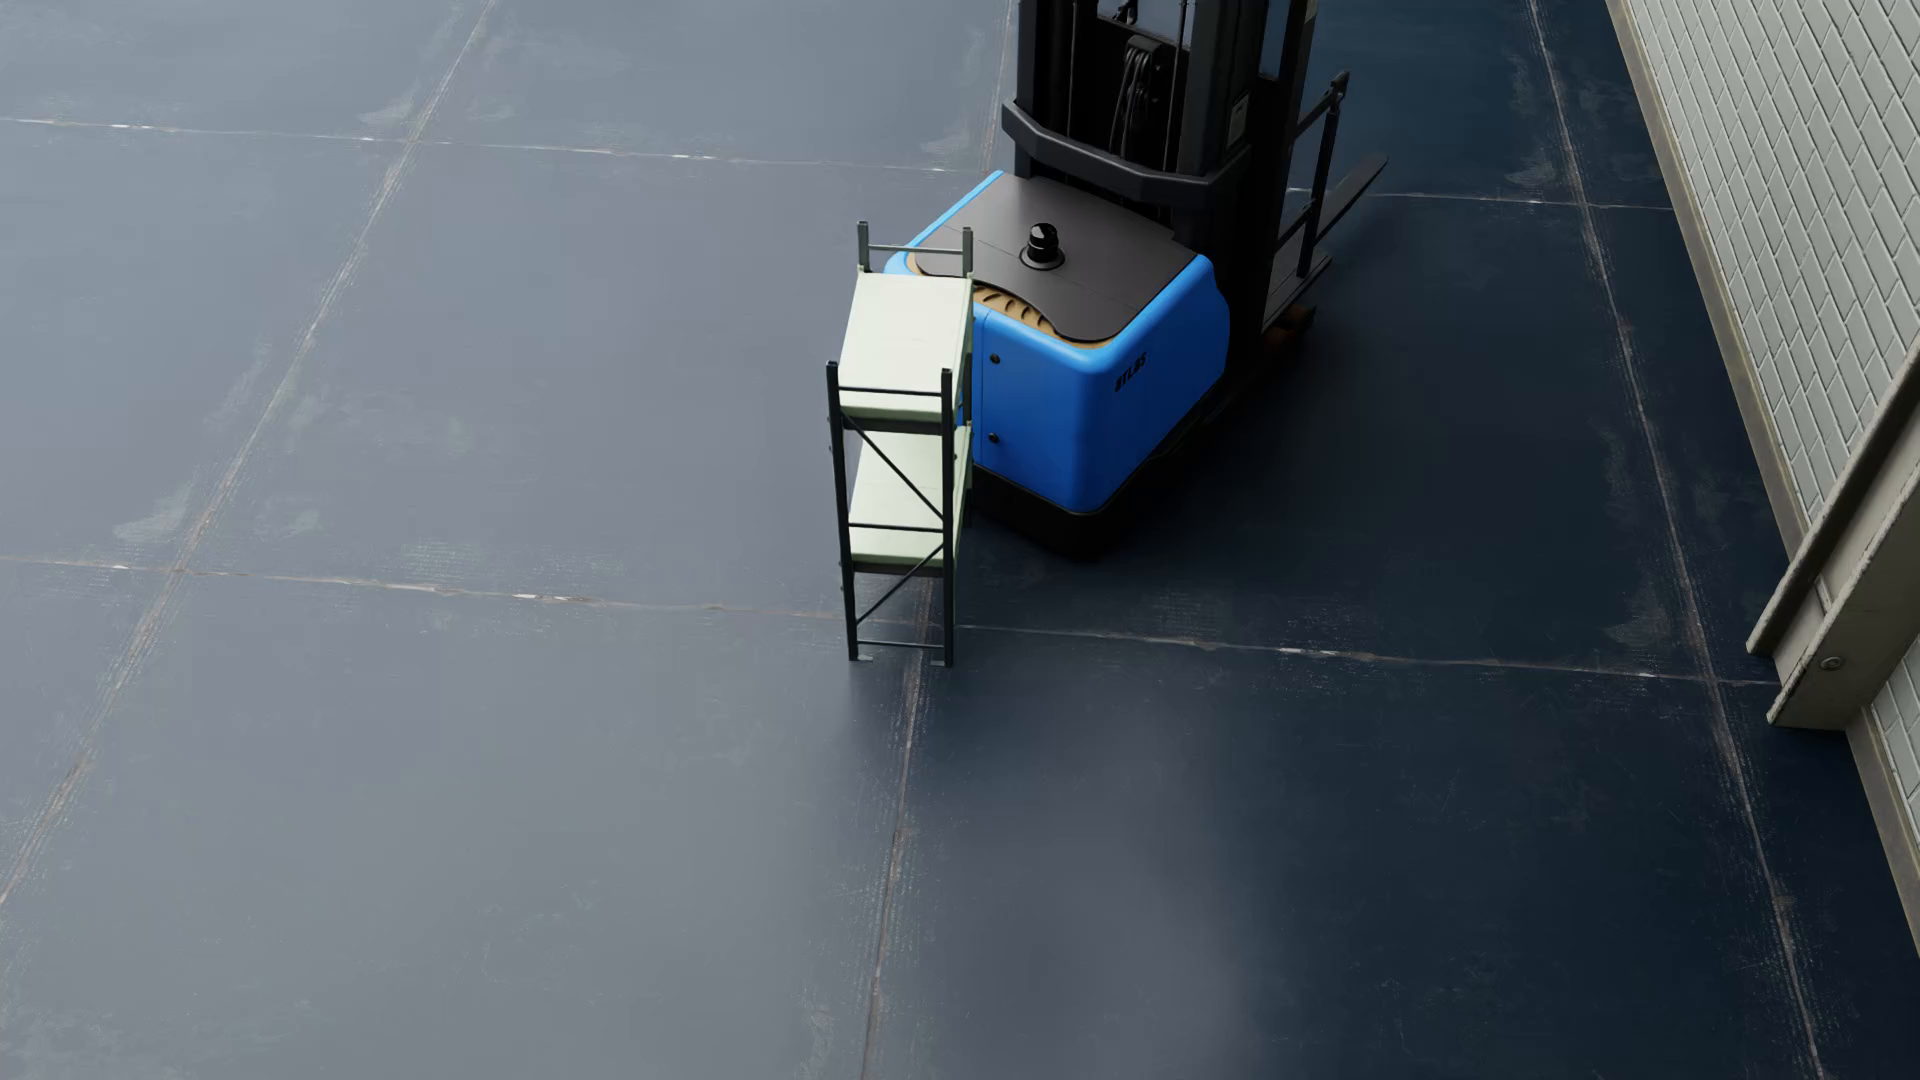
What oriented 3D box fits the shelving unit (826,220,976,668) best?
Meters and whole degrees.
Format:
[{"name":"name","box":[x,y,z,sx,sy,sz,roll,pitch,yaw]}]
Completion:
[{"name":"shelving unit","box":[-0.190,-0.309,6.042,0.431,1.500,0.755,4,48,4]}]

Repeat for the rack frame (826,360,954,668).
[{"name":"rack frame","box":[-0.224,-0.040,5.797,0.400,1.500,0.023,4,48,4]}]

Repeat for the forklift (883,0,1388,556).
[{"name":"forklift","box":[0.962,-1.976,6.597,1.130,2.935,3.031,28,53,23]}]

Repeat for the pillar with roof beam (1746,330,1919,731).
[{"name":"pillar with roof beam","box":[-1.121,-2.777,3.217,9.100,9.000,0.400,4,48,4]}]

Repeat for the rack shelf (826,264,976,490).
[{"name":"rack shelf","box":[-0.190,-0.573,5.755,0.431,0.370,0.720,4,48,4]}]

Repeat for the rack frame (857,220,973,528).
[{"name":"rack frame","box":[-0.155,-0.578,6.288,0.400,1.500,0.023,4,48,4]}]

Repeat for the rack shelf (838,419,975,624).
[{"name":"rack shelf","box":[-0.190,-0.089,6.283,0.431,0.370,0.720,4,48,4]}]
